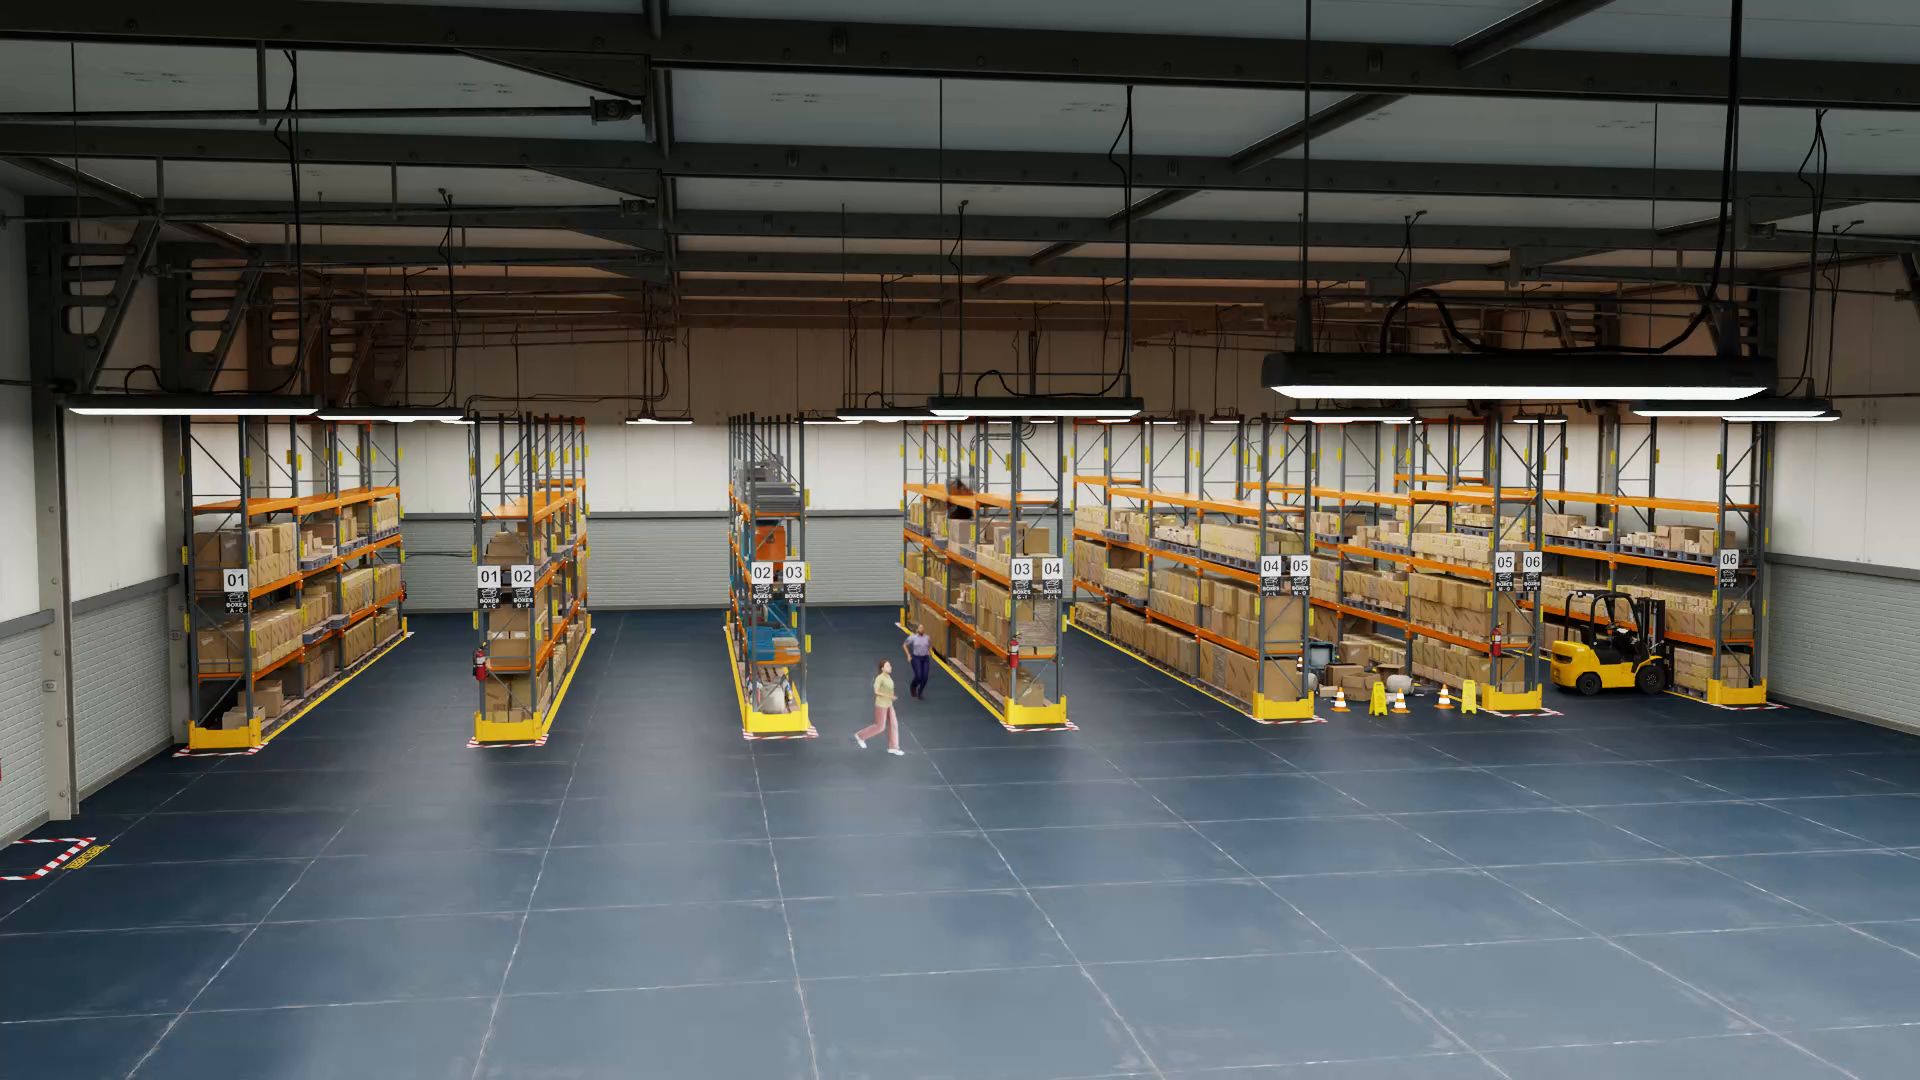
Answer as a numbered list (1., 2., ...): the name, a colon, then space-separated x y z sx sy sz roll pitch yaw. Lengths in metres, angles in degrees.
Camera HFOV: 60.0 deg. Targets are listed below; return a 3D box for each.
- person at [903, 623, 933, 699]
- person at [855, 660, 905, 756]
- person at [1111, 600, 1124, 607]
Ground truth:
1. person: -0.822 2.545 34.839 0.592 1.609 0.571 -2 4 -25
2. person: -1.377 2.921 29.119 0.903 1.670 0.588 2 4 23
3. person: 4.502 1.482 49.713 0.770 1.724 0.712 3 5 39
